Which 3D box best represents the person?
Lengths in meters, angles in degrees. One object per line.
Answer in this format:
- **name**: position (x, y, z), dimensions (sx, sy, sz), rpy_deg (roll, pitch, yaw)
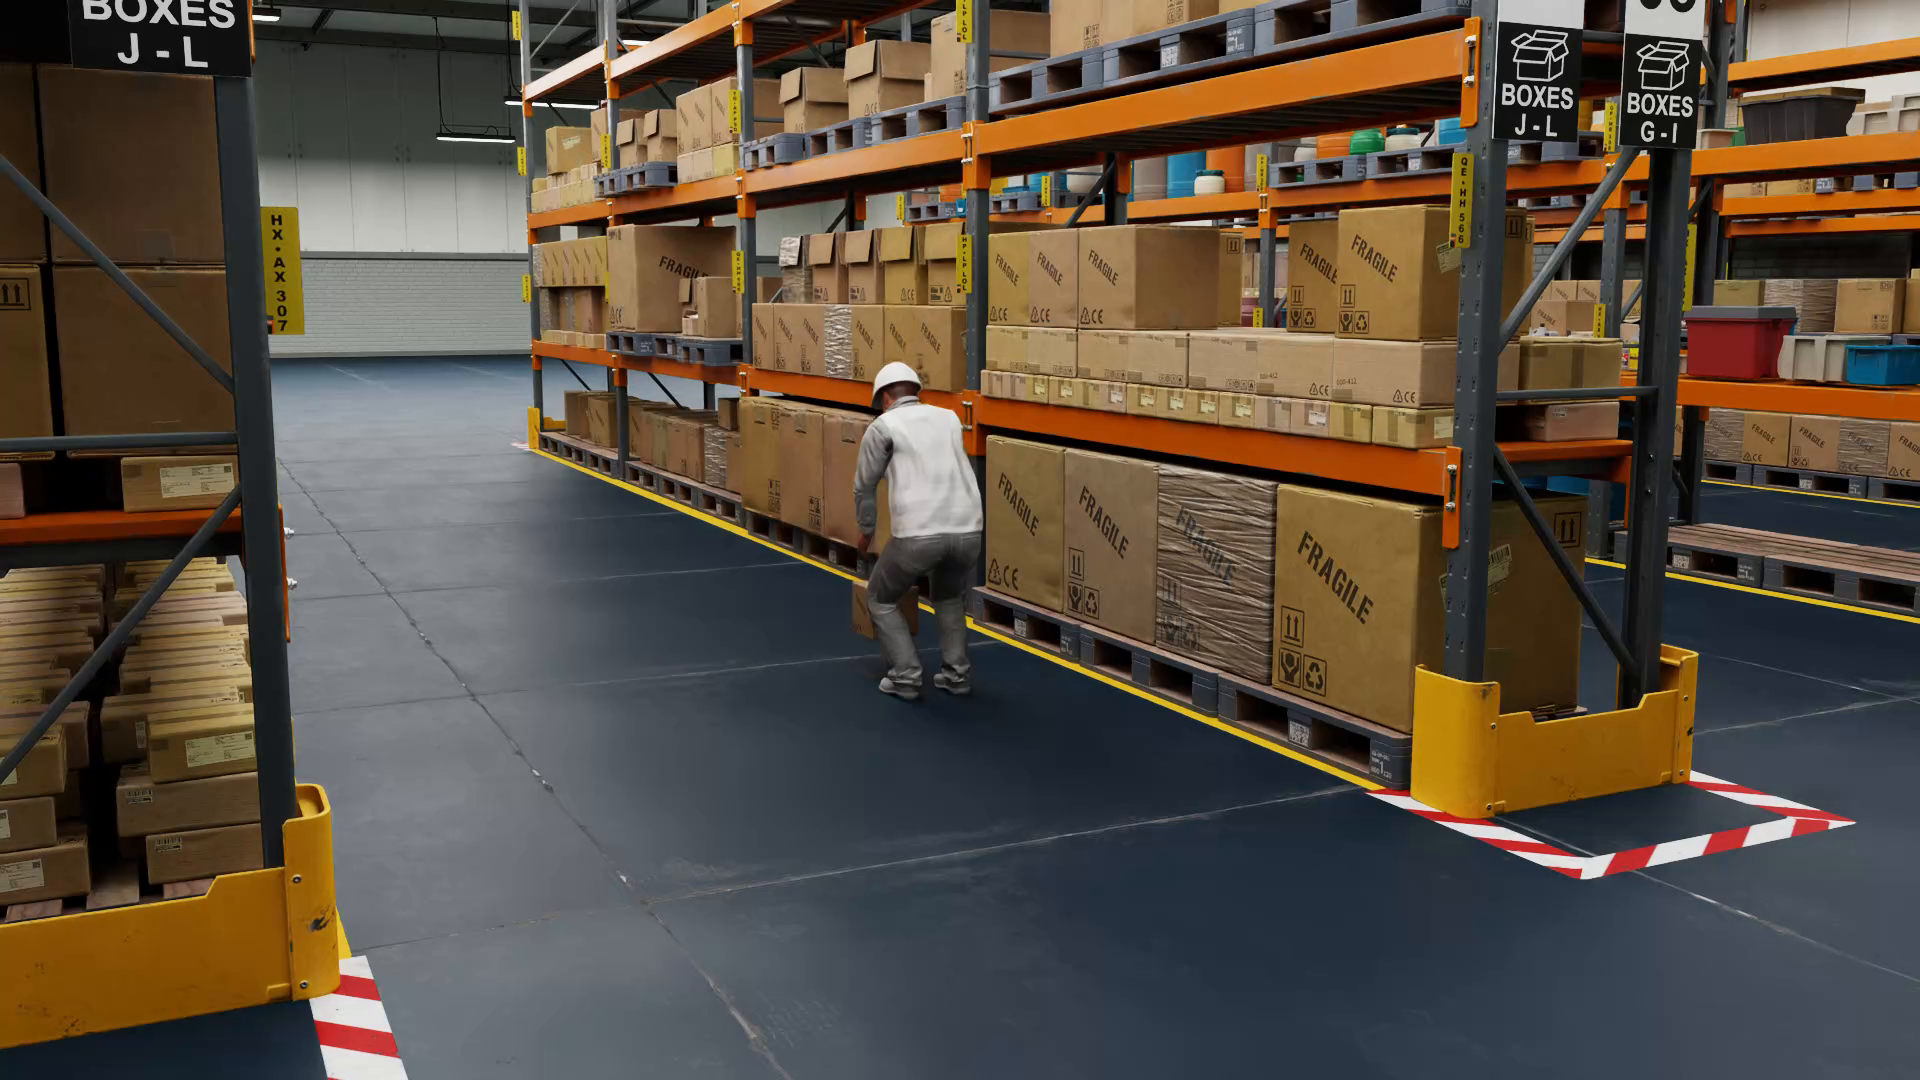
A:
- **person**: position (-0.208, -0.045, 7.814), dimensions (0.588, 1.560, 0.671), rpy_deg (-4, 9, -25)
